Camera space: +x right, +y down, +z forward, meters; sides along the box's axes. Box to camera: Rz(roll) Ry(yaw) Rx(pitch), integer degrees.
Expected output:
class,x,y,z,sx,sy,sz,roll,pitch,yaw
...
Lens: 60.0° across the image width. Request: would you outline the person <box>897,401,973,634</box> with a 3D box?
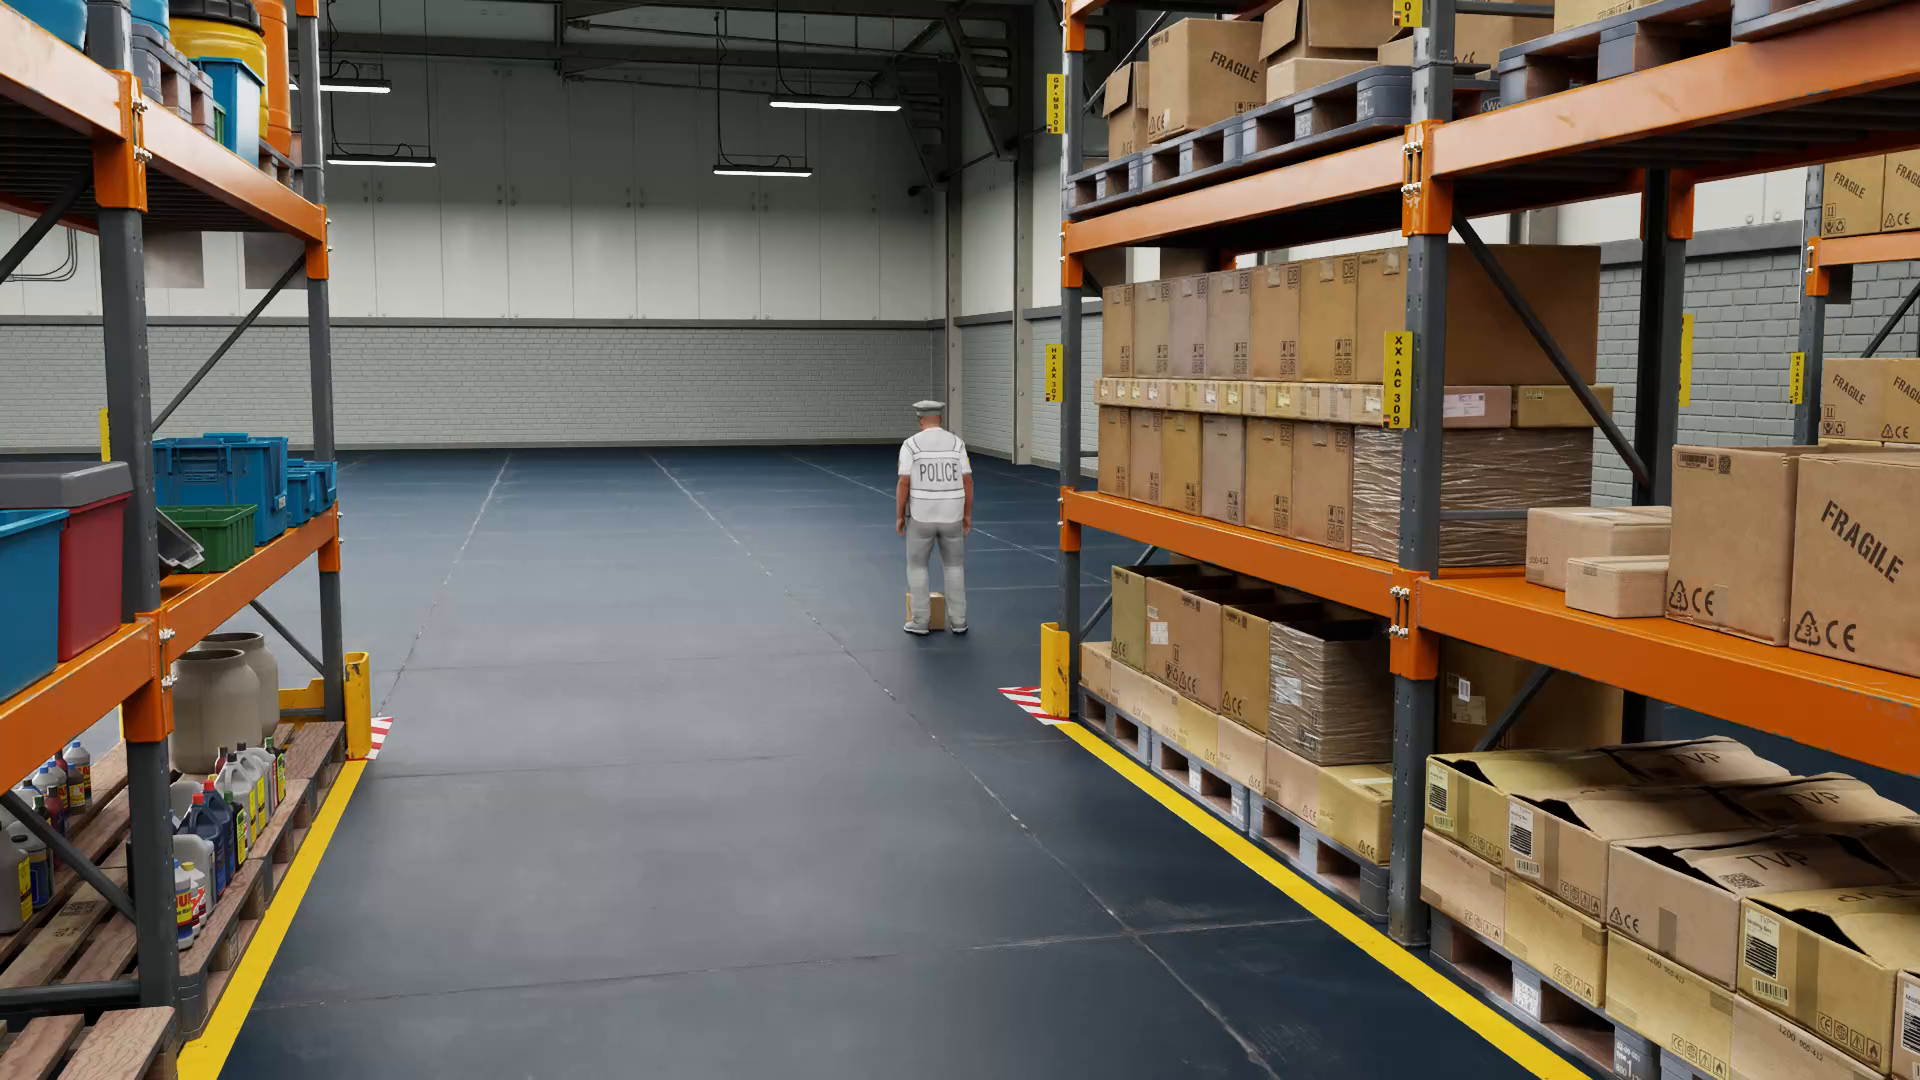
class,x,y,z,sx,sy,sz,roll,pitch,yaw
person,-0.187,-0.168,12.493,0.587,1.748,0.433,-2,6,-16
